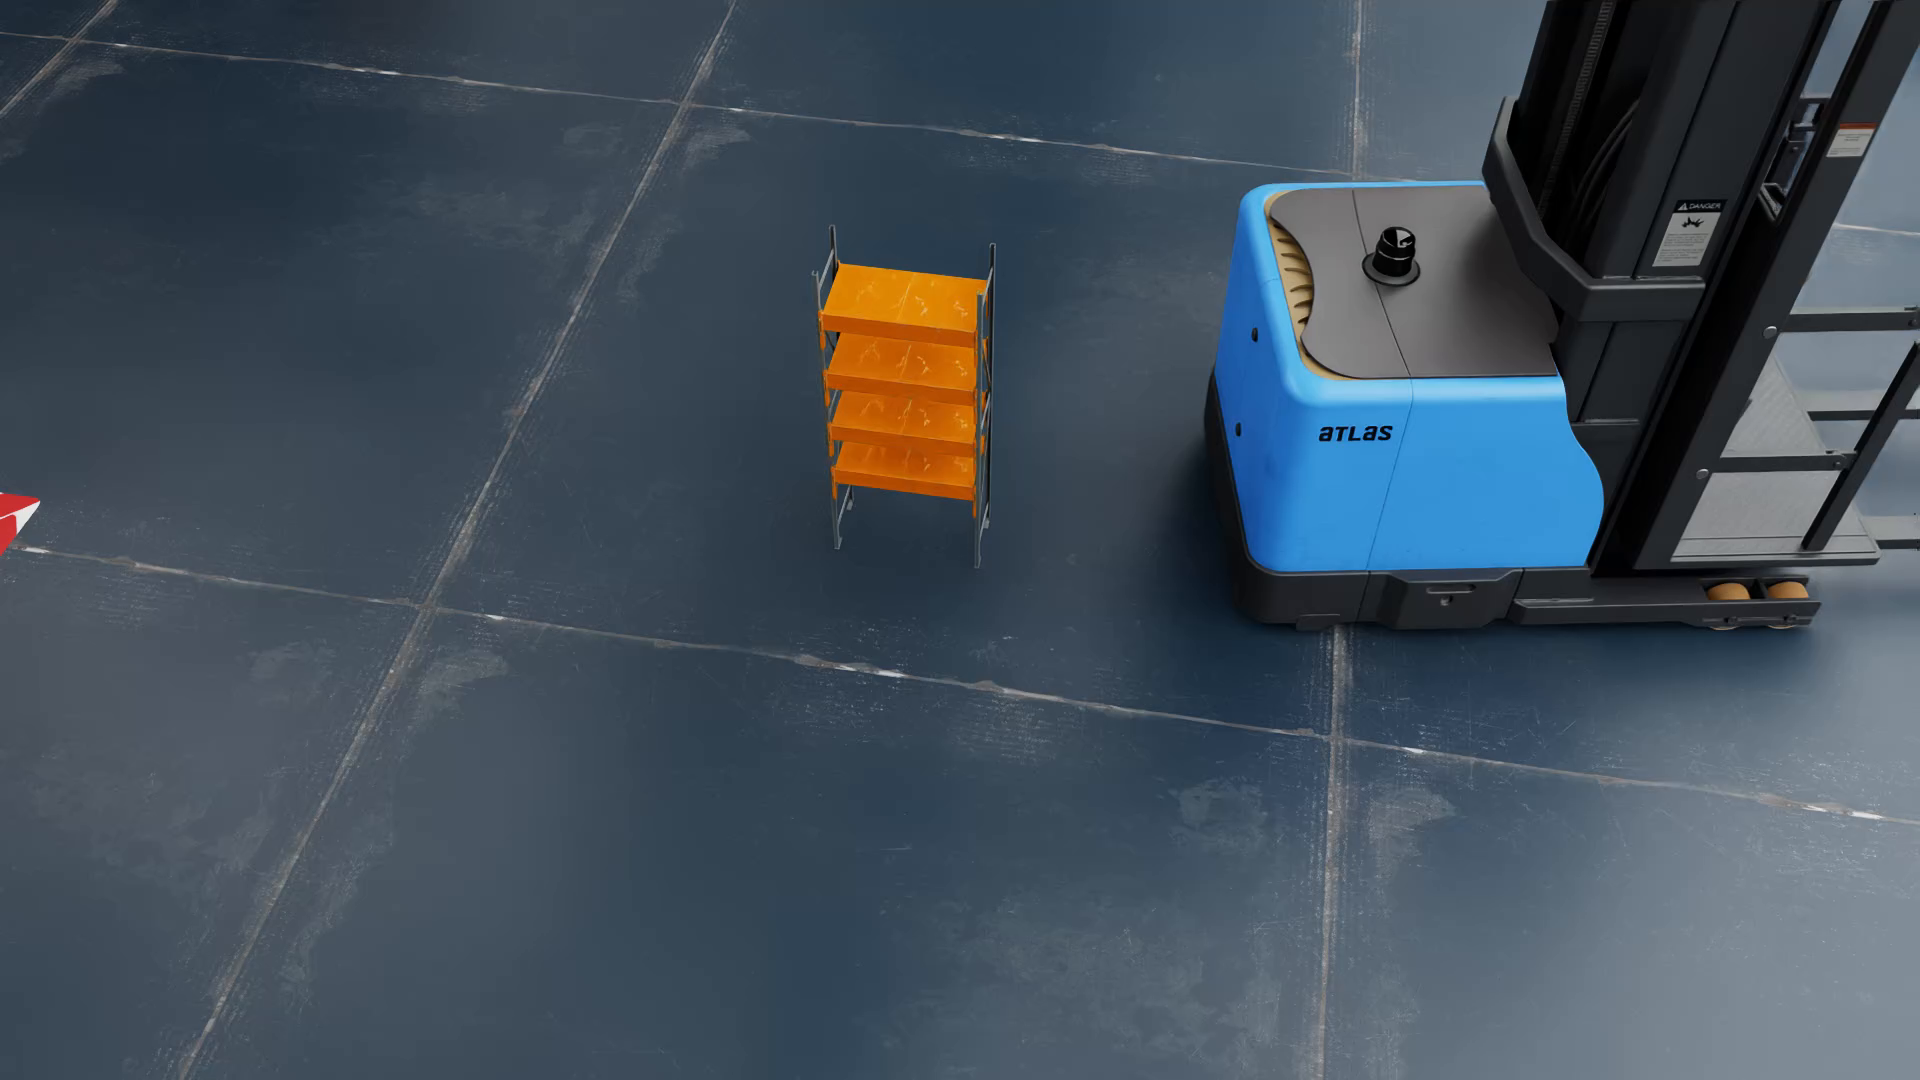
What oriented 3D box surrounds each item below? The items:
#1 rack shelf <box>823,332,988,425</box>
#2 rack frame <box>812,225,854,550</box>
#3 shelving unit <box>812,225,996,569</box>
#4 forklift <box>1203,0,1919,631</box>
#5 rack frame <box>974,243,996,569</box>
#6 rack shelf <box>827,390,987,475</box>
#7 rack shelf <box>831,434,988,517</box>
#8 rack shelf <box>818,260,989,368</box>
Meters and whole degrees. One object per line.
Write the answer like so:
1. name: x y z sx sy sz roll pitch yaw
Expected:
1. rack shelf: -0.163 -0.527 5.207 0.480 0.148 0.258 8 49 7
2. rack frame: -0.403 -0.455 5.352 0.015 1.200 0.240 8 49 7
3. shelving unit: -0.163 -0.423 5.323 0.503 1.200 0.258 8 49 7
4. forklift: 2.410 -1.079 4.749 3.031 2.935 1.130 -1 48 -1
5. rack frame: 0.077 -0.391 5.294 0.015 1.200 0.240 8 49 7
6. rack shelf: -0.163 -0.378 5.373 0.480 0.148 0.258 8 49 7
7. rack shelf: -0.163 -0.245 5.521 0.480 0.148 0.258 8 49 7
8. rack shelf: -0.163 -0.686 5.031 0.480 0.148 0.258 8 49 7
